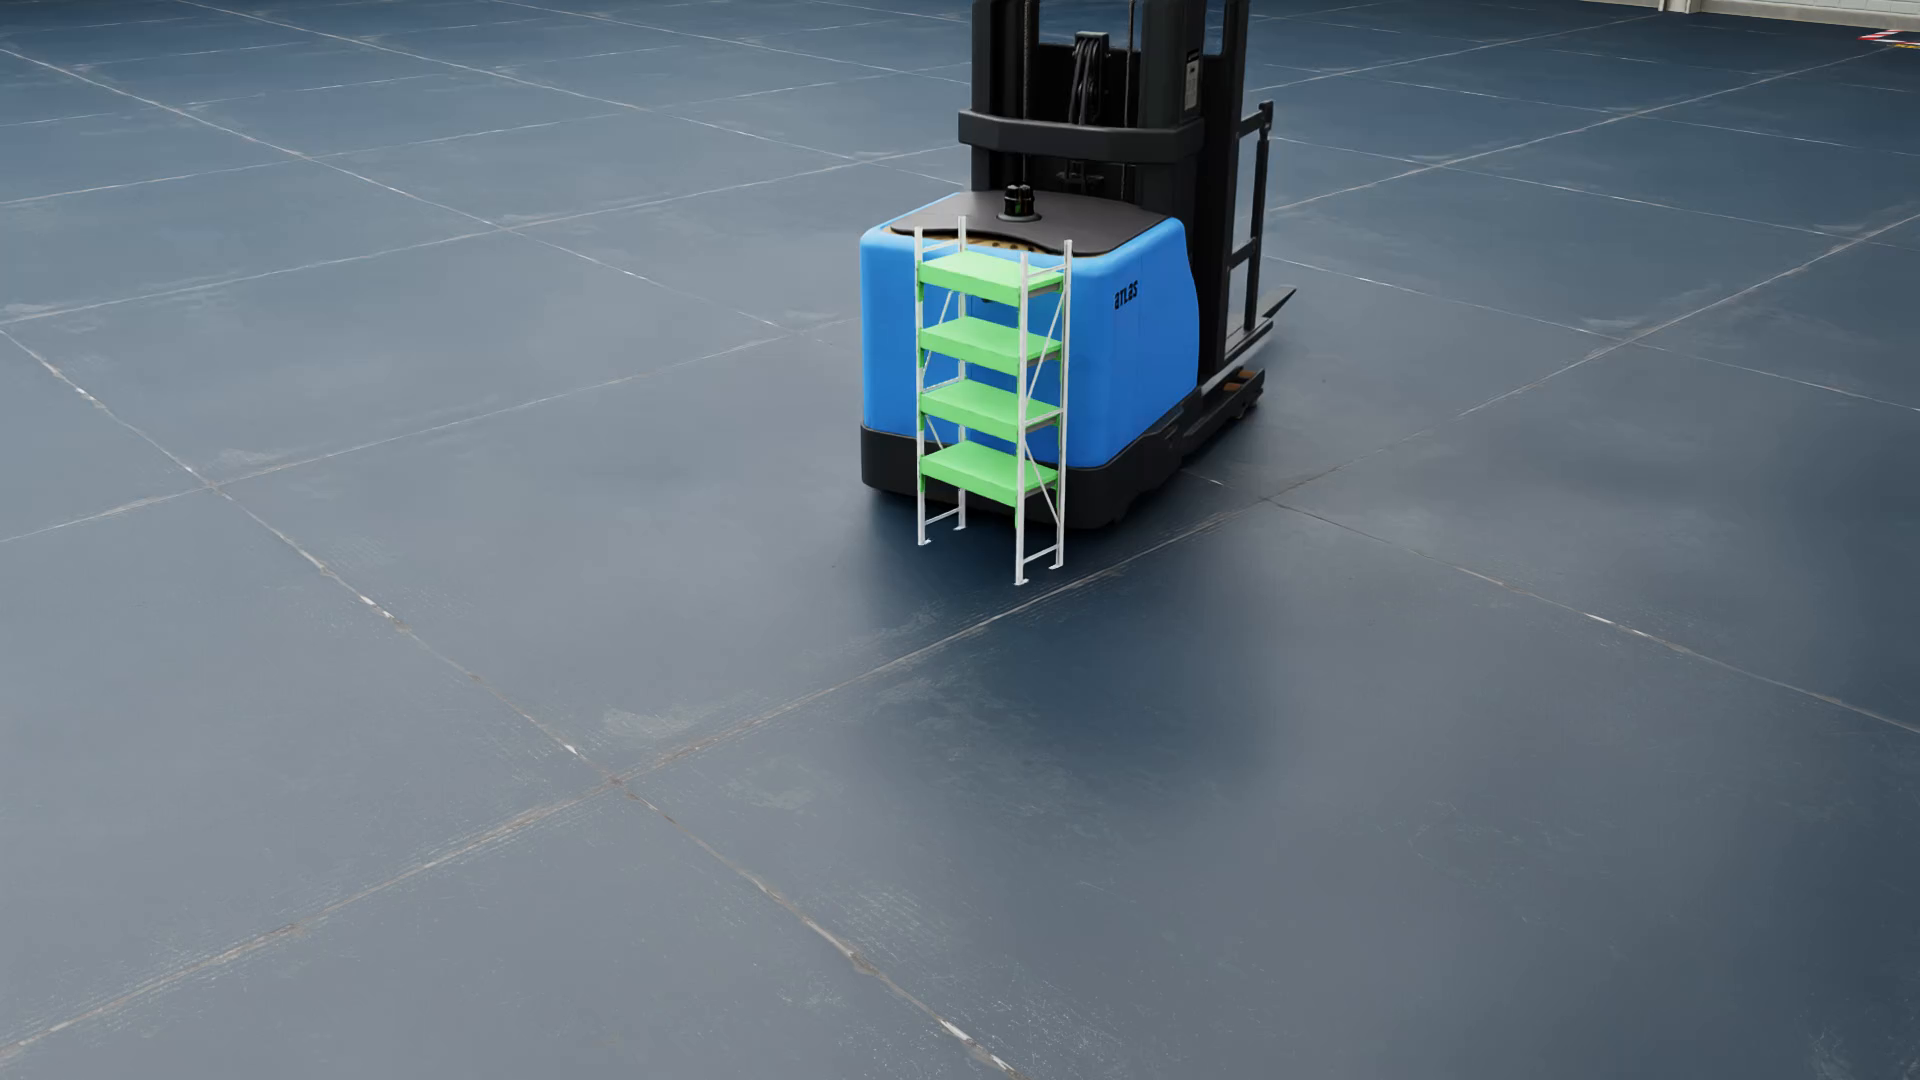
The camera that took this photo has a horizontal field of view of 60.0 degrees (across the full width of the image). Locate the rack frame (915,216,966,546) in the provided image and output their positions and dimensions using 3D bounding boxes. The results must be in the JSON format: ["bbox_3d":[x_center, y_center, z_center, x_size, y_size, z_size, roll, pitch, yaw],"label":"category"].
[{"bbox_3d":[-0.067,-0.560,6.031,0.015,1.200,0.240,22,32,39],"label":"rack frame"}]

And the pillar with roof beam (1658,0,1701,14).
[{"bbox_3d":[5.787,-9.442,16.104,9.100,9.000,0.400,-21,32,-38],"label":"pillar with roof beam"}]

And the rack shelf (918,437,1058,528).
[{"bbox_3d":[0.109,-0.213,6.004,0.480,0.148,0.258,22,32,39],"label":"rack shelf"}]

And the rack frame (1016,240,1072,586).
[{"bbox_3d":[0.286,-0.420,5.725,0.015,1.200,0.240,22,32,39],"label":"rack frame"}]

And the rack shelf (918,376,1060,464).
[{"bbox_3d":[0.109,-0.432,5.904,0.480,0.148,0.258,22,32,39],"label":"rack shelf"}]

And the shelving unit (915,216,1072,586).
[{"bbox_3d":[0.109,-0.490,5.878,0.503,1.200,0.258,22,32,39],"label":"shelving unit"}]

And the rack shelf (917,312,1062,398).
[{"bbox_3d":[0.109,-0.650,5.805,0.480,0.148,0.258,22,32,39],"label":"rack shelf"}]

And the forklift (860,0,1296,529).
[{"bbox_3d":[0.738,-1.949,6.990,1.130,2.935,3.031,12,27,25],"label":"forklift"}]

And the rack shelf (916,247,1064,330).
[{"bbox_3d":[0.109,-0.868,5.705,0.480,0.148,0.258,22,32,39],"label":"rack shelf"}]
